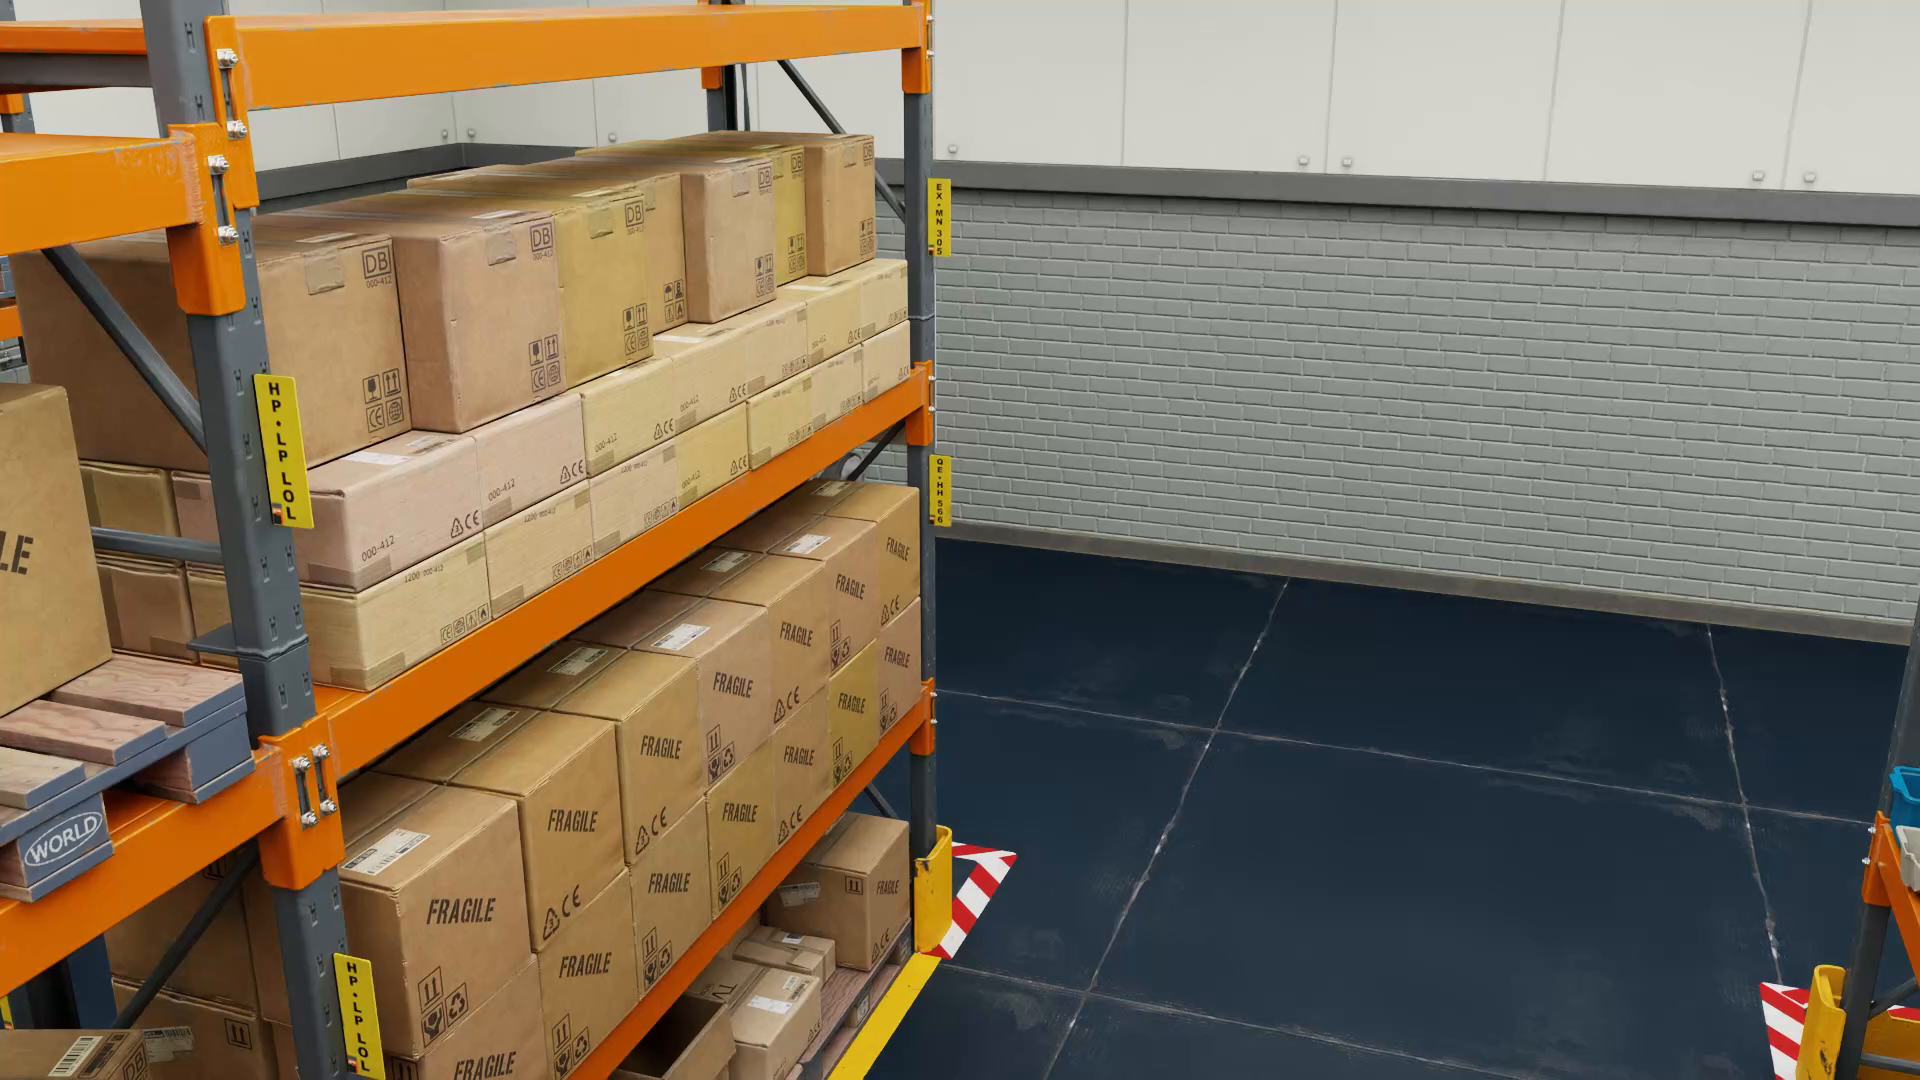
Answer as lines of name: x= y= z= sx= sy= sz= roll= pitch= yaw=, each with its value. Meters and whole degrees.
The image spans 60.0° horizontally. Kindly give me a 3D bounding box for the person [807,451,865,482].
person: x=-0.900 y=0.015 z=11.034 sx=0.548 sy=1.744 sz=0.413 roll=9 pitch=21 yaw=26
